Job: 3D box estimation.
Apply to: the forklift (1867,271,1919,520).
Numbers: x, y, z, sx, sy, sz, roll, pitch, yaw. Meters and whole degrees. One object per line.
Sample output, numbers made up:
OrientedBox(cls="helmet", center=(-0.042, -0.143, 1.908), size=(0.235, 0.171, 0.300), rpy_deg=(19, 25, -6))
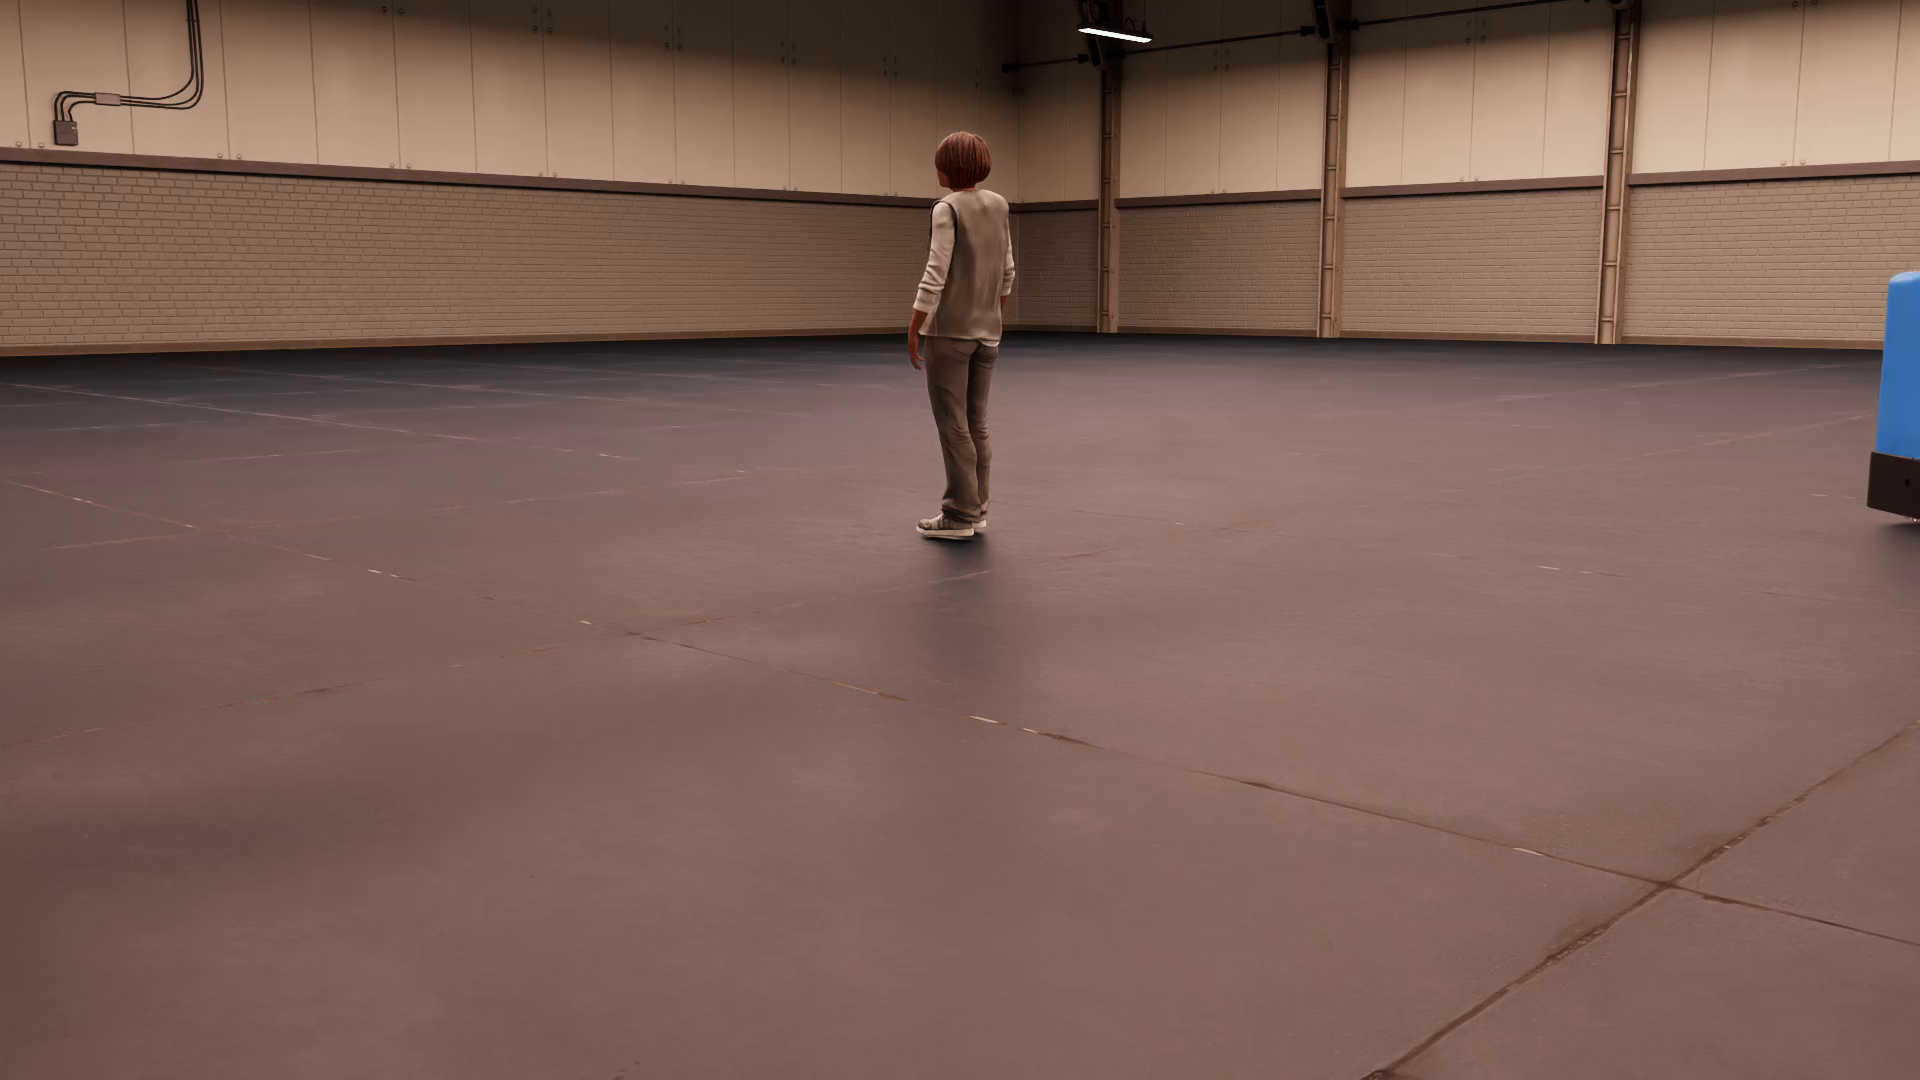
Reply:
OrientedBox(cls="forklift", center=(5.429, -1.454, 6.528), size=(3.031, 2.935, 1.130), rpy_deg=(0, 9, 0))

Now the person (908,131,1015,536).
OrientedBox(cls="person", center=(-0.044, -0.807, 6.659), size=(0.473, 1.599, 0.520), rpy_deg=(8, 12, 43))
